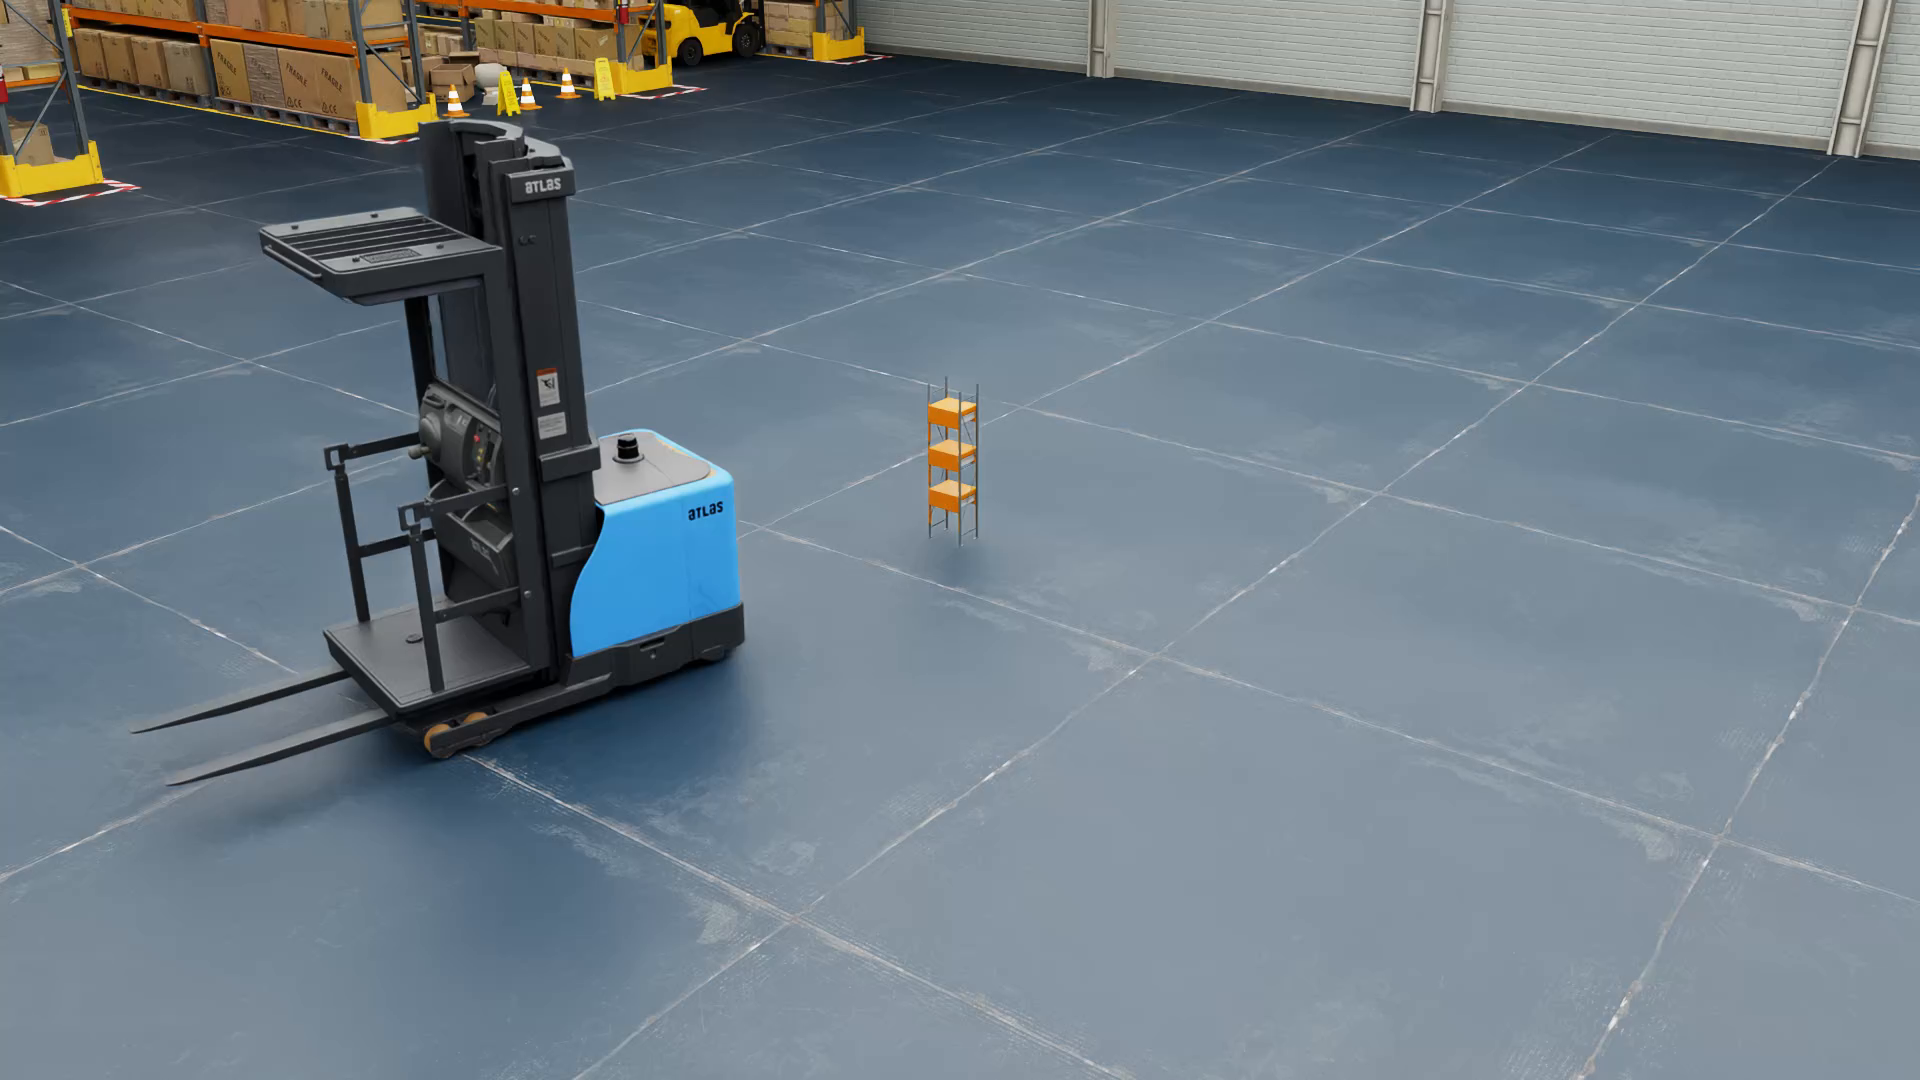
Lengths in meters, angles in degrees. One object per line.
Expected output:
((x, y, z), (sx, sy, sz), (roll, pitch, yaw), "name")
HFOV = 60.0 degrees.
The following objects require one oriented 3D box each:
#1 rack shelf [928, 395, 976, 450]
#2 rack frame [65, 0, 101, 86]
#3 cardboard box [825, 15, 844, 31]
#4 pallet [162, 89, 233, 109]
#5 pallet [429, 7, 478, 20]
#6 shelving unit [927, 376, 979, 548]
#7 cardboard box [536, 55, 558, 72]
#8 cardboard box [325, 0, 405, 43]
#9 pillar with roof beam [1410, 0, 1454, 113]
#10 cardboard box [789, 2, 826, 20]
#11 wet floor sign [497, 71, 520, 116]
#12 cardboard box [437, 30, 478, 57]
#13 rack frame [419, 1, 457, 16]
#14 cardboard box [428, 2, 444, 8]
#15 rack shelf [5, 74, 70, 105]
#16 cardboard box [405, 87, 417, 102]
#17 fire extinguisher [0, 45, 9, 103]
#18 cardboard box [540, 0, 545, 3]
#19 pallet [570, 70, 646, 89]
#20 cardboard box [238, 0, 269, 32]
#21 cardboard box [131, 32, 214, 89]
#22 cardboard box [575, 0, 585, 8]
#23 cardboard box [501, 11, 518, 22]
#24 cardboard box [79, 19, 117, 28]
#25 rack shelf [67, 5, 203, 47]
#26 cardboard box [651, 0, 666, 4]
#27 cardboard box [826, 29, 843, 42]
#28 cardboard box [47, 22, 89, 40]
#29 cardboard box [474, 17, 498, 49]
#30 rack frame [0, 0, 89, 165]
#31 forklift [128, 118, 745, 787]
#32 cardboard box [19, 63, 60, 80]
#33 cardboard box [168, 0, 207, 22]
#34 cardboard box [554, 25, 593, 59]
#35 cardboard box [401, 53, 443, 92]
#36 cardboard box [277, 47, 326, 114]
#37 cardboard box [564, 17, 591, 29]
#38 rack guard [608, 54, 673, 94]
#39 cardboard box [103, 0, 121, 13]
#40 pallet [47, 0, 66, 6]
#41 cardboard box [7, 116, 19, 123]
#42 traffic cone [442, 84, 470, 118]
((-0.043, -0.743, 10.458), (0.240, 0.259, 0.215), (17, 29, 33), "rack shelf")
((-14.571, -9.243, 28.008), (0.127, 3.000, 1.000), (17, 29, 33), "rack frame")
((-2.559, -9.876, 31.713), (0.500, 0.250, 0.500), (17, 29, 34), "cardboard box")
((-12.033, -7.162, 26.743), (1.213, 0.211, 1.003), (17, 29, 33), "pallet")
((-11.236, -11.974, 37.664), (1.213, 0.211, 1.003), (17, 29, 33), "pallet")
((-0.043, -0.493, 10.568), (0.252, 1.050, 0.215), (17, 29, 33), "shelving unit")
((-6.922, -8.225, 28.587), (0.500, 0.250, 0.500), (16, 28, 31), "cardboard box")
((-8.493, -7.452, 23.758), (0.550, 0.550, 0.875), (17, 29, 33), "cardboard box")
((4.696, -9.446, 21.028), (0.400, 9.000, 9.100), (17, 29, 33), "pillar with roof beam")
((-2.863, -9.935, 31.227), (0.500, 0.250, 0.500), (18, 29, 35), "cardboard box")
((-6.959, -6.863, 25.526), (0.232, 0.644, 0.267), (12, 26, 24), "wet floor sign")
((-8.903, -9.013, 30.224), (0.625, 0.372, 0.950), (17, 29, 34), "cardboard box")
((-11.910, -13.434, 37.520), (0.127, 3.000, 1.000), (17, 29, 33), "rack frame")
((-11.658, -12.293, 37.509), (0.500, 0.500, 0.500), (18, 30, 36), "cardboard box")
((-12.825, -5.887, 21.284), (4.000, 0.370, 1.077), (17, 29, 33), "rack shelf")
((-8.890, -7.203, 26.769), (0.396, 0.266, 0.258), (-21, 31, -39), "cardboard box")
((-11.410, -5.521, 19.656), (0.183, 0.674, 0.296), (17, 29, 33), "fire extinguisher")
((-6.920, -9.212, 28.250), (0.250, 0.149, 0.380), (17, 29, 33), "cardboard box")
((-5.971, -7.880, 28.373), (1.213, 0.211, 1.003), (17, 29, 33), "pallet")
((-10.253, -7.965, 24.921), (0.550, 0.550, 0.875), (17, 29, 33), "cardboard box")
((-12.690, -7.794, 26.989), (0.750, 0.750, 1.050), (17, 29, 33), "cardboard box")
((-6.171, -8.931, 27.611), (0.250, 0.149, 0.380), (16, 29, 32), "cardboard box")
((-7.696, -9.068, 28.766), (0.250, 0.149, 0.380), (18, 30, 35), "cardboard box")
((-14.977, -8.879, 28.832), (0.500, 0.250, 0.500), (15, 28, 31), "cardboard box")
((-12.971, -8.430, 27.055), (4.000, 0.370, 1.077), (17, 29, 33), "rack shelf")
((-5.933, -10.728, 33.802), (0.625, 0.625, 0.875), (18, 30, 36), "cardboard box")
((-2.583, -9.648, 31.817), (0.500, 0.250, 0.500), (17, 29, 34), "cardboard box")
((-15.275, -8.715, 28.460), (0.500, 0.250, 0.500), (16, 28, 32), "cardboard box")
((-8.172, -8.945, 29.290), (0.500, 0.500, 0.500), (18, 30, 36), "cardboard box")
((-11.225, -5.733, 20.041), (0.127, 3.000, 1.000), (17, 29, 33), "rack frame")
((-2.670, -0.494, 8.236), (3.031, 2.935, 1.130), (-18, 29, -35), "forklift")
((-11.310, -5.764, 20.422), (0.250, 0.149, 0.380), (17, 29, 33), "cardboard box")
((-11.948, -8.362, 25.883), (0.500, 0.500, 0.500), (17, 29, 33), "cardboard box")
((-6.499, -8.442, 28.149), (0.500, 0.500, 0.500), (18, 30, 35), "cardboard box")
((-8.959, -7.681, 27.391), (0.503, 0.637, 0.797), (17, 29, 33), "cardboard box")
((-9.457, -6.883, 24.766), (0.875, 0.875, 0.875), (16, 29, 32), "cardboard box")
((-6.413, -8.681, 27.886), (0.250, 0.149, 0.380), (18, 29, 35), "cardboard box")
((-5.342, -7.805, 27.843), (0.348, 0.500, 1.175), (17, 29, 33), "rack guard")
((-13.562, -8.849, 26.990), (0.500, 0.500, 0.500), (17, 29, 33), "cardboard box")
((-15.205, -9.293, 28.360), (1.003, 0.211, 1.213), (17, 29, 33), "pallet")
((-12.213, -5.071, 21.118), (0.500, 0.500, 0.500), (-17, 29, -34), "cardboard box")
((-7.743, -6.734, 25.460), (0.334, 0.463, 0.336), (17, 29, 33), "traffic cone")
